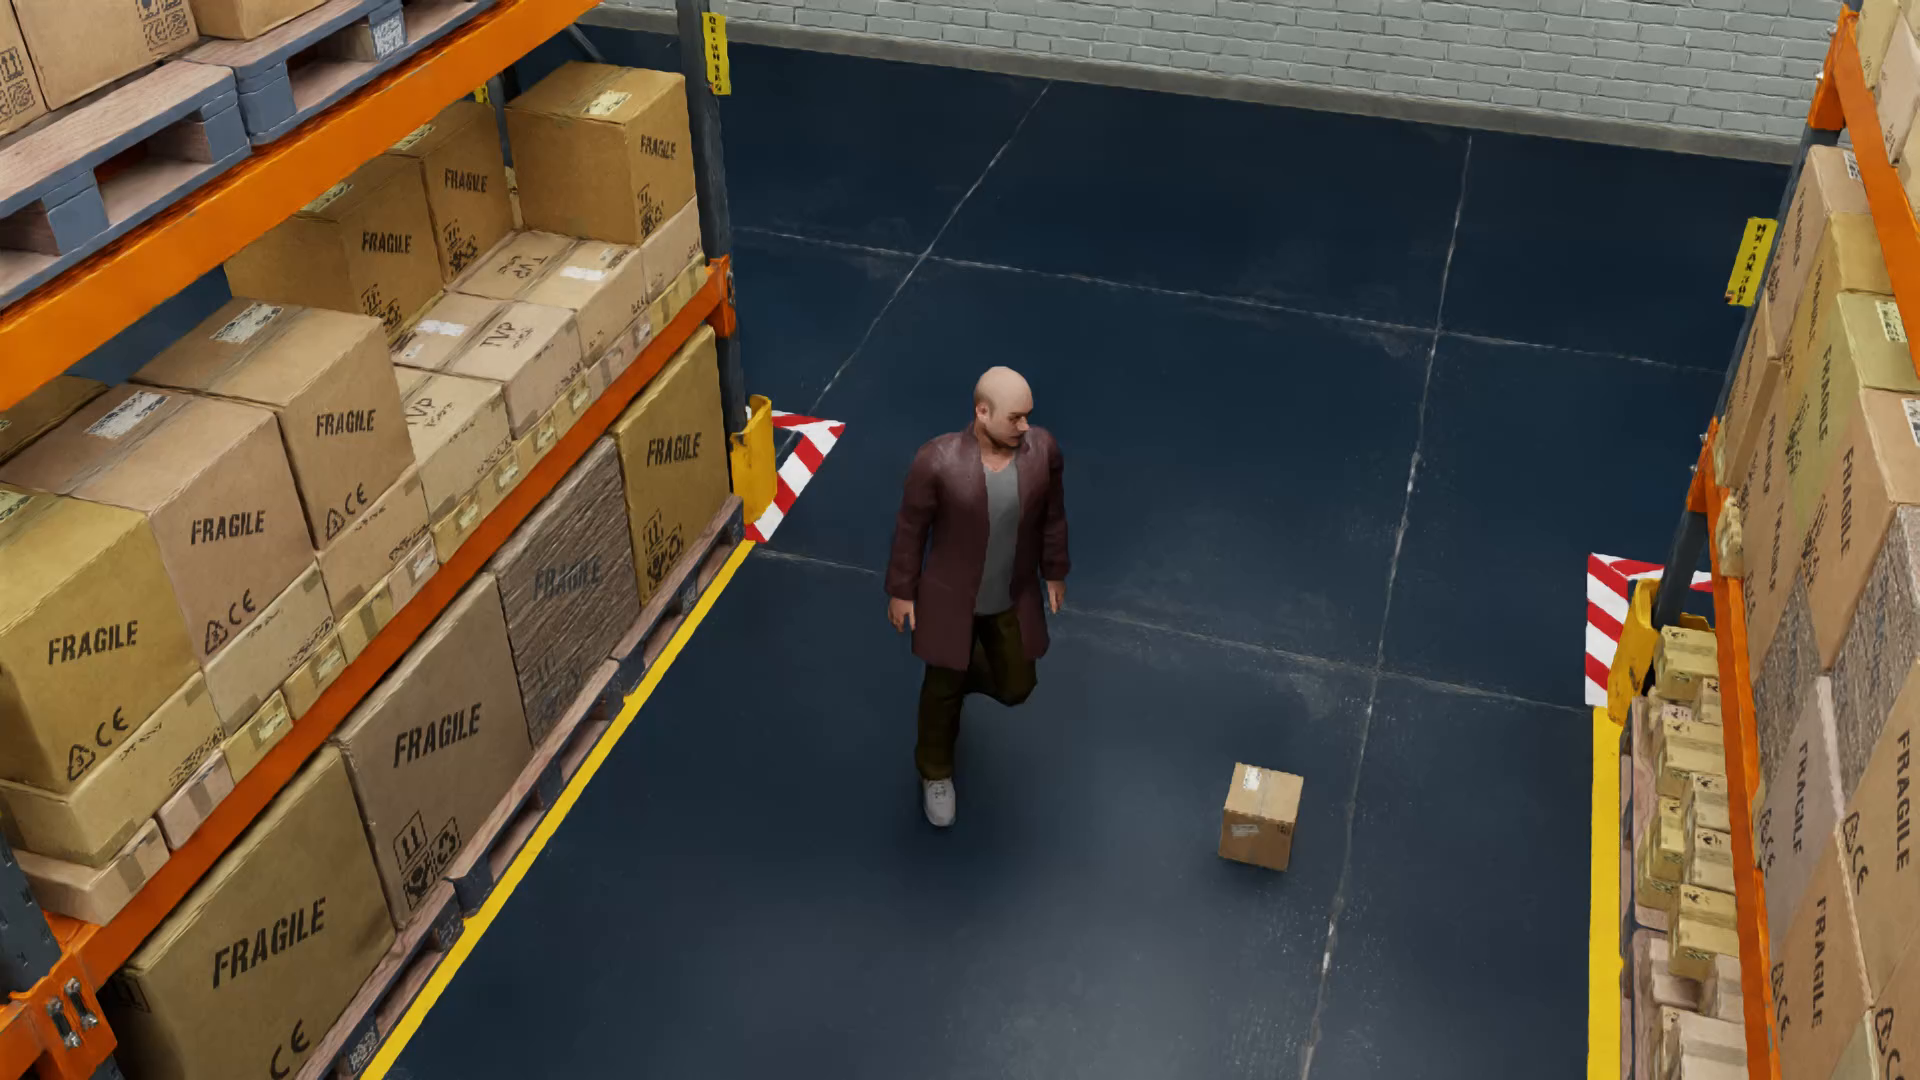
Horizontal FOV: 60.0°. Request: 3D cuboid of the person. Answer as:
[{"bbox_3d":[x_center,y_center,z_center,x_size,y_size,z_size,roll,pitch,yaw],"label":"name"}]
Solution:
[{"bbox_3d":[0.066,0.152,5.943,0.685,1.758,0.657,-11,38,-14],"label":"person"}]
